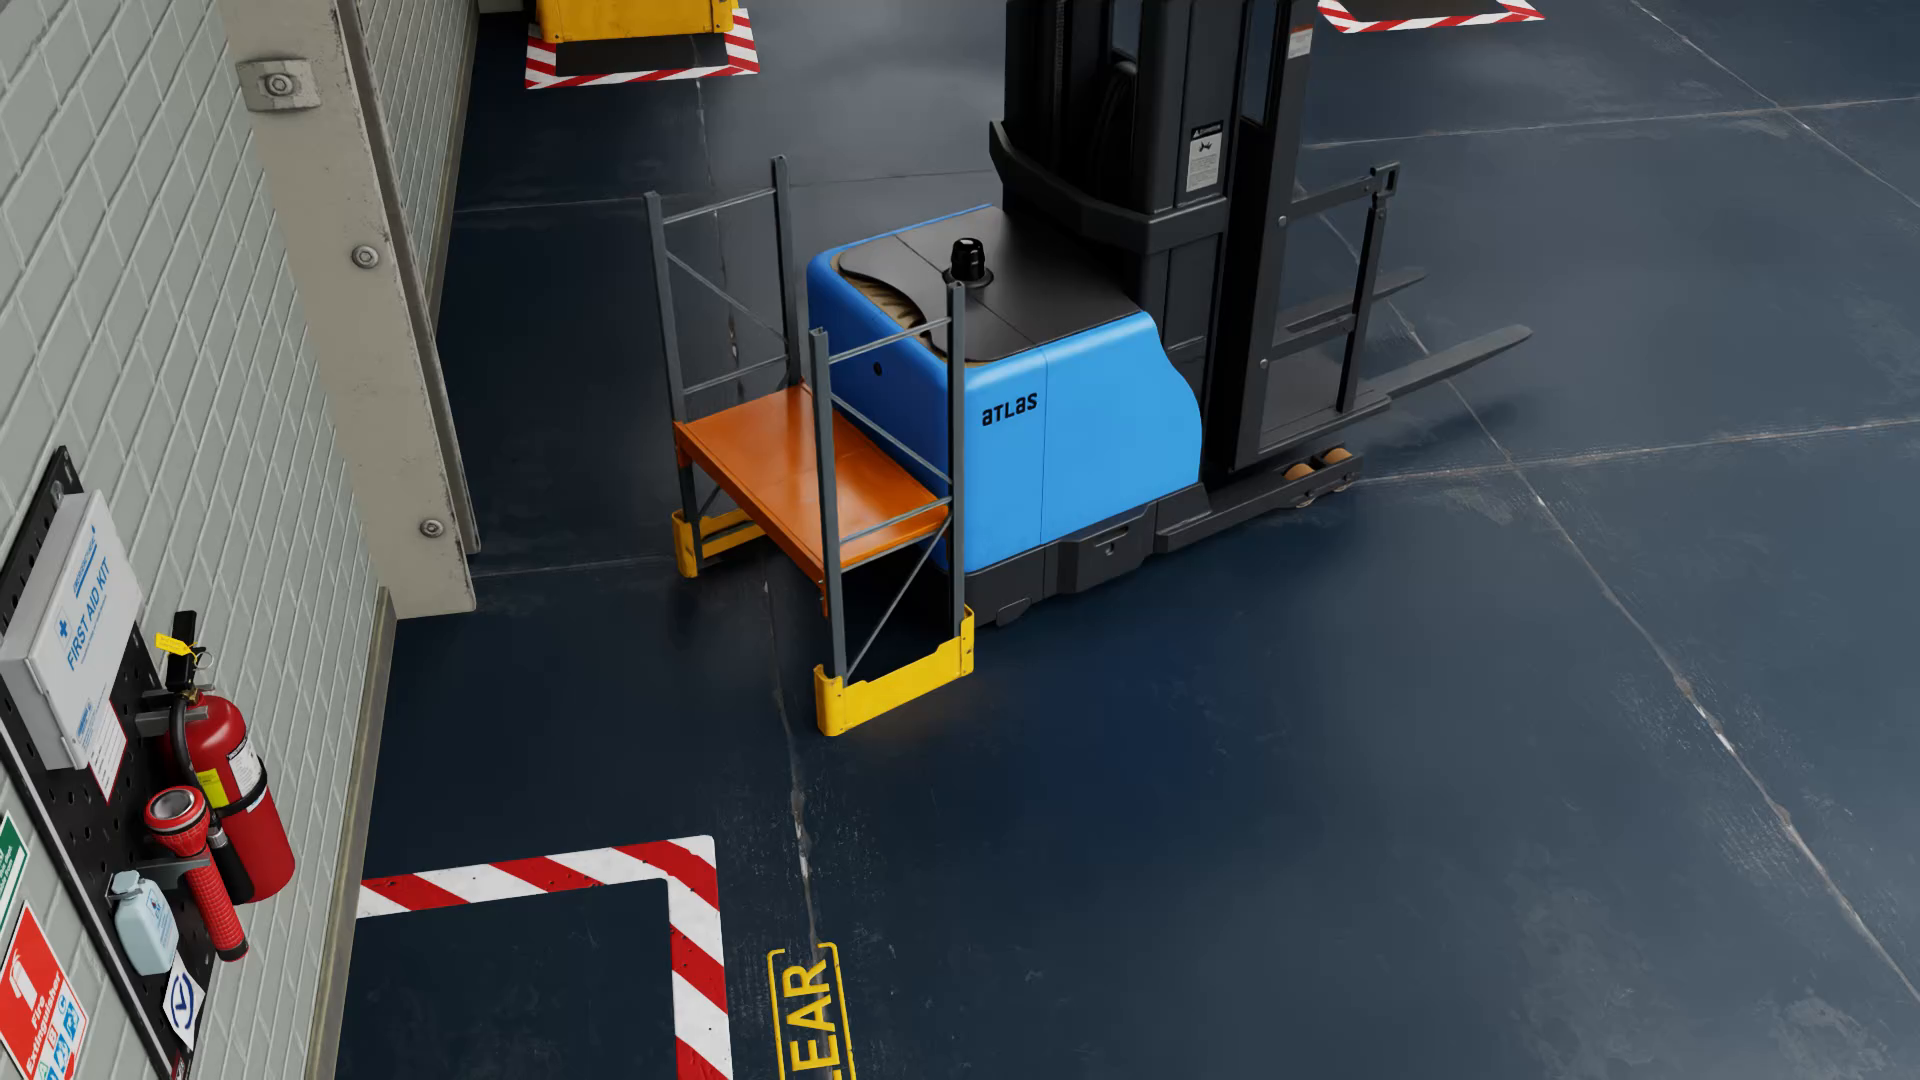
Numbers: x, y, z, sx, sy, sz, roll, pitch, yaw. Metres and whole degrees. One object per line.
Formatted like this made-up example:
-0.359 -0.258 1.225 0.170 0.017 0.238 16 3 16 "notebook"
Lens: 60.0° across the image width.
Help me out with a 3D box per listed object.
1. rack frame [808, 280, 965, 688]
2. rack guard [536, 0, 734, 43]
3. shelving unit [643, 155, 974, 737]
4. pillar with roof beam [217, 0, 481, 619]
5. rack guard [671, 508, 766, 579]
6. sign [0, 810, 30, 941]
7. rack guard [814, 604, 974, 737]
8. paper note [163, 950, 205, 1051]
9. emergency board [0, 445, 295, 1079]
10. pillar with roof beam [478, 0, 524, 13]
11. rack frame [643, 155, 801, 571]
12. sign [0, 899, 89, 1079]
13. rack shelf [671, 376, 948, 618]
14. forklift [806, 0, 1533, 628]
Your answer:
-0.200 -0.057 5.101 0.500 1.500 0.032 -23 43 -27 "rack frame"
-2.005 -3.389 10.205 1.175 0.500 0.348 -6 38 -8 "rack guard"
-0.494 -0.318 5.437 0.587 1.500 1.083 -23 43 -27 "shelving unit"
2.324 -3.868 3.895 9.100 9.000 0.400 -6 38 -8 "pillar with roof beam"
-0.778 -0.076 6.143 0.587 0.250 0.087 -23 43 -27 "rack guard"
-1.515 0.578 2.600 0.001 0.109 0.331 -6 38 -8 "sign"
-0.211 0.427 5.497 0.587 0.250 0.087 -23 43 -27 "rack guard"
-1.555 0.923 3.336 0.016 0.148 0.142 -6 38 -8 "paper note"
-1.518 0.460 3.212 0.194 1.169 0.643 -6 38 -8 "emergency board"
1.273 -7.493 8.559 9.100 9.000 0.400 -6 38 -8 "pillar with roof beam"
-0.778 -0.570 5.761 0.500 1.500 0.032 -23 43 -27 "rack frame"
-1.523 0.791 2.757 0.001 0.329 0.234 -6 38 -8 "sign"
-0.489 -0.171 5.541 0.538 0.185 1.000 -23 43 -27 "rack shelf"
0.968 -1.535 5.837 3.031 2.935 1.130 -21 43 -25 "forklift"
